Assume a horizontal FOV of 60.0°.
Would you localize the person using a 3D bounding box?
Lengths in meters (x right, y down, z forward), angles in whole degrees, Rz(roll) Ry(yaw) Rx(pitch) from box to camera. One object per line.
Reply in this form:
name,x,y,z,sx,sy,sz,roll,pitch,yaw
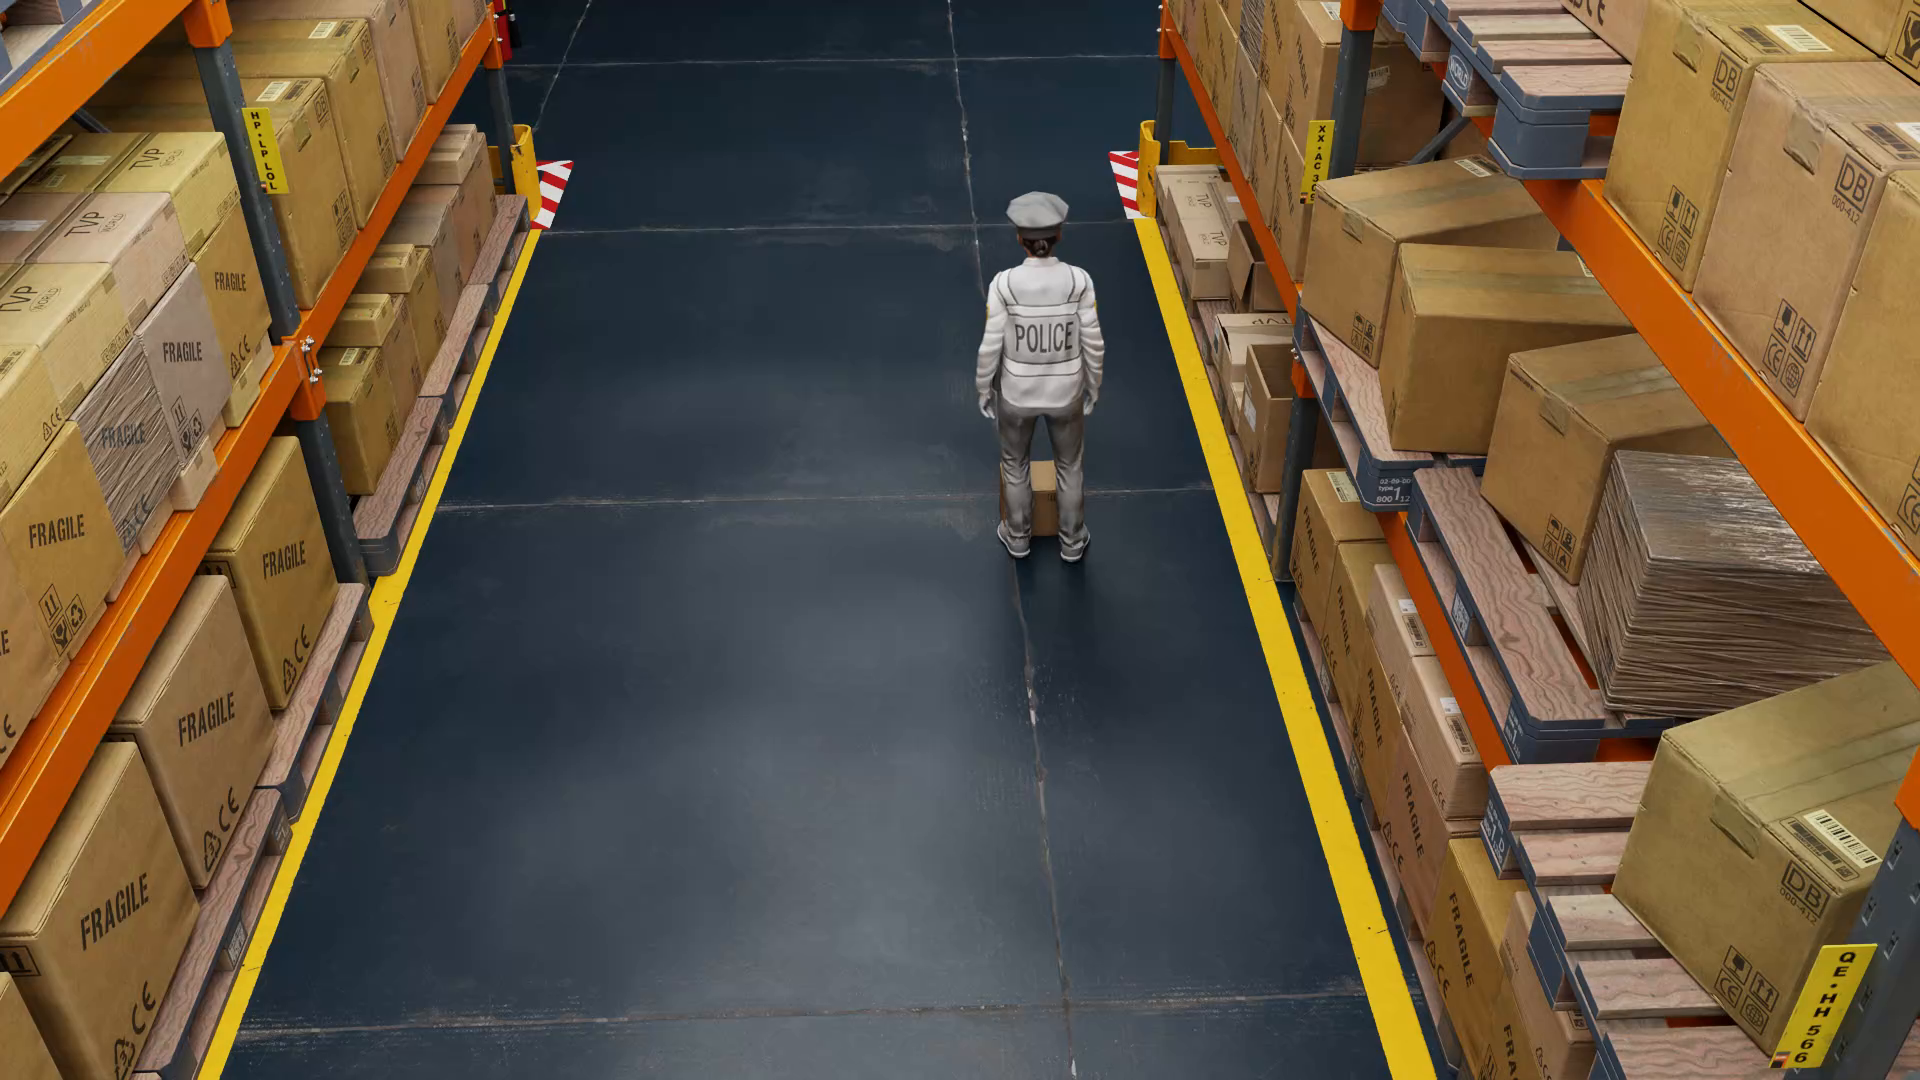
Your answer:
person,0.334,-0.636,7.036,0.533,1.663,0.404,-2,35,-3
